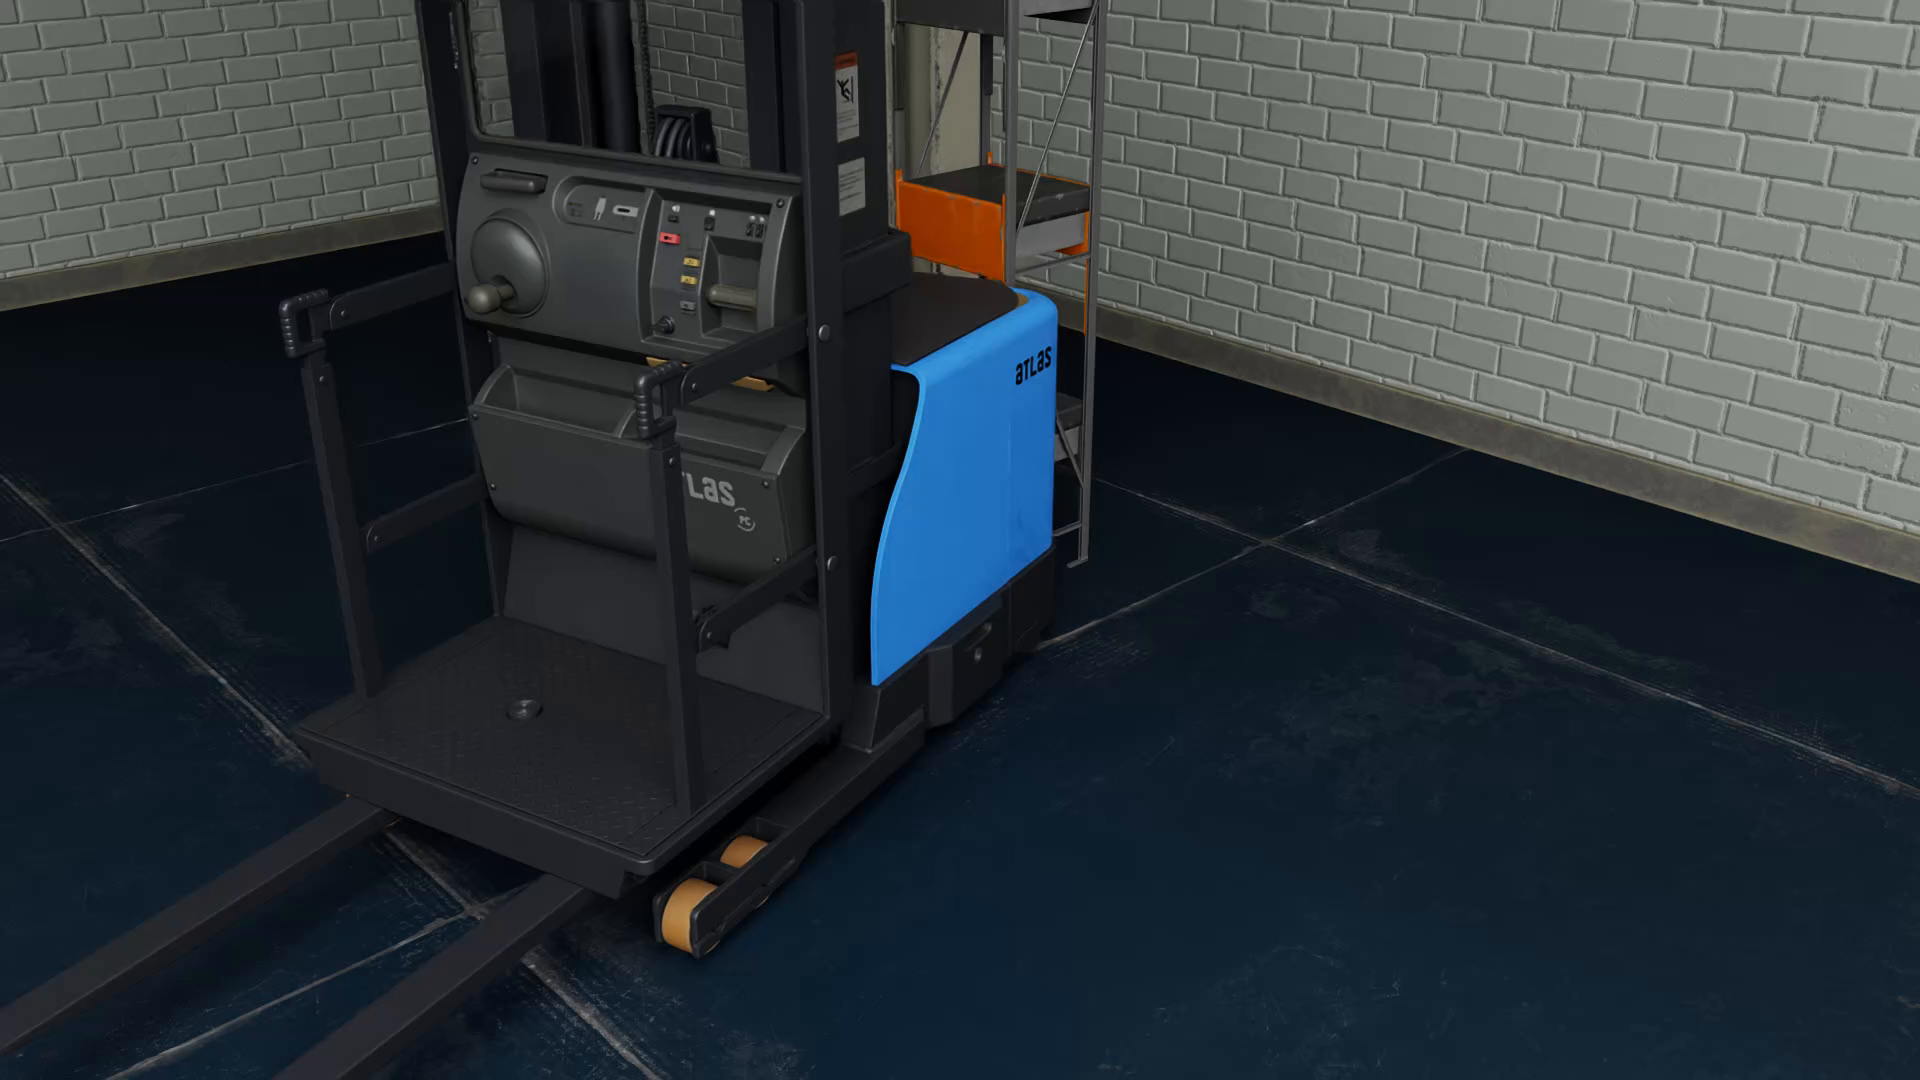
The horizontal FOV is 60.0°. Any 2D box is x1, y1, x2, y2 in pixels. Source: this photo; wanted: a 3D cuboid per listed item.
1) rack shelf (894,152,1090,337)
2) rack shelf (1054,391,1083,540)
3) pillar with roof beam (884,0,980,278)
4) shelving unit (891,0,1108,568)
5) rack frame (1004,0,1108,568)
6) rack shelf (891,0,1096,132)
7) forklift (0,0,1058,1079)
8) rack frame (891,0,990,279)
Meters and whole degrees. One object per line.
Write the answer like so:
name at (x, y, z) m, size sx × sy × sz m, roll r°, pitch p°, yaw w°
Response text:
rack shelf at (0.113, -0.893, 5.210) m, size 0.431 × 0.518 × 0.480 m, roll -21°, pitch 32°, yaw -38°
rack shelf at (0.113, -0.256, 5.500) m, size 0.431 × 0.518 × 0.480 m, roll -21°, pitch 32°, yaw -38°
pillar with roof beam at (-3.273, -4.107, 3.911) m, size 9.100 × 9.000 × 0.400 m, roll -21°, pitch 32°, yaw -38°
shelving unit at (0.113, -0.905, 5.204) m, size 0.431 × 2.100 × 0.503 m, roll -21°, pitch 32°, yaw -38°
rack frame at (0.280, -0.831, 5.042) m, size 0.400 × 2.100 × 0.015 m, roll -21°, pitch 32°, yaw -38°
rack shelf at (0.113, -1.530, 4.919) m, size 0.431 × 0.518 × 0.480 m, roll -21°, pitch 32°, yaw -38°
forklift at (-0.879, -0.624, 3.586) m, size 1.130 × 2.935 × 3.031 m, roll 13°, pitch 28°, yaw 27°
rack frame at (-0.054, -0.979, 5.366) m, size 0.400 × 2.100 × 0.015 m, roll -21°, pitch 32°, yaw -38°
